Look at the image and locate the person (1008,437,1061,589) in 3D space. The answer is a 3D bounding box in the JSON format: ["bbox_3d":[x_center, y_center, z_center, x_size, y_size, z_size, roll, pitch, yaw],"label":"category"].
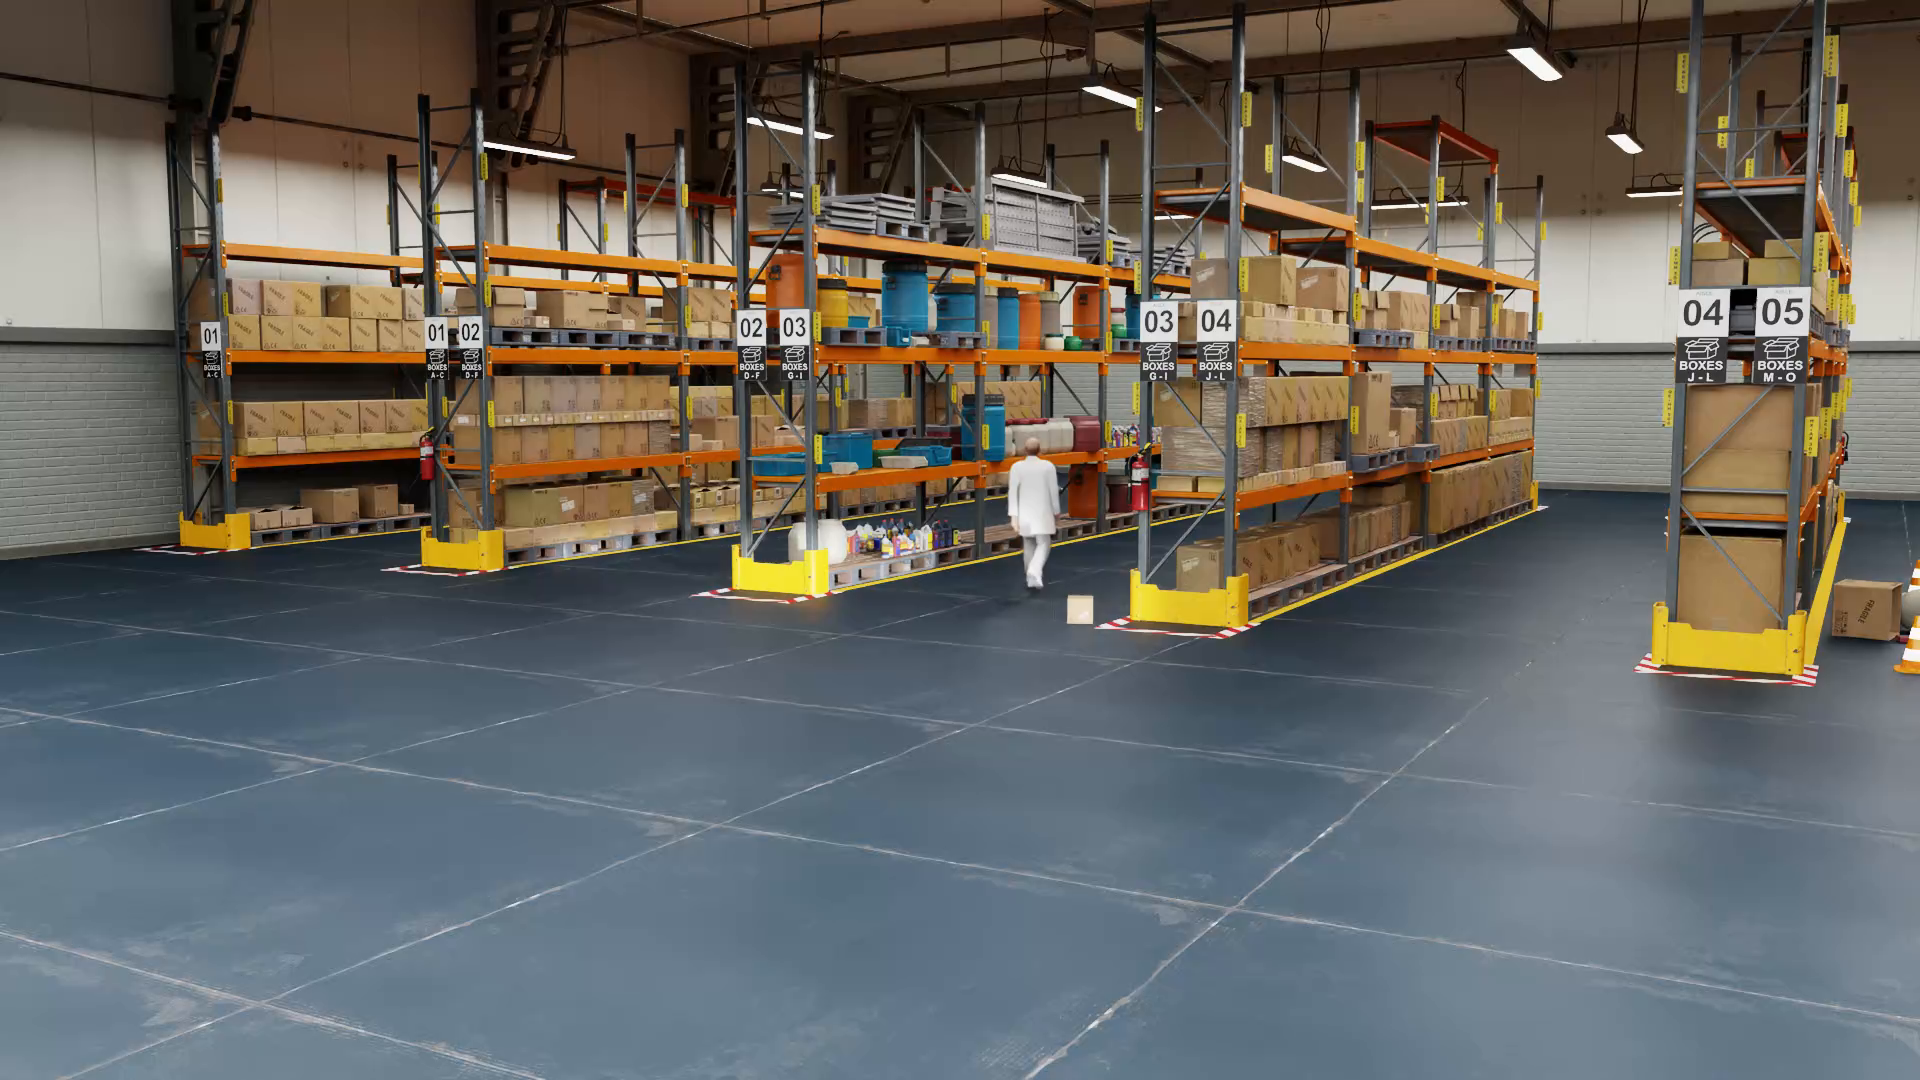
[{"bbox_3d":[0.845,-0.300,18.934,0.567,1.737,1.034,2,6,16],"label":"person"}]
